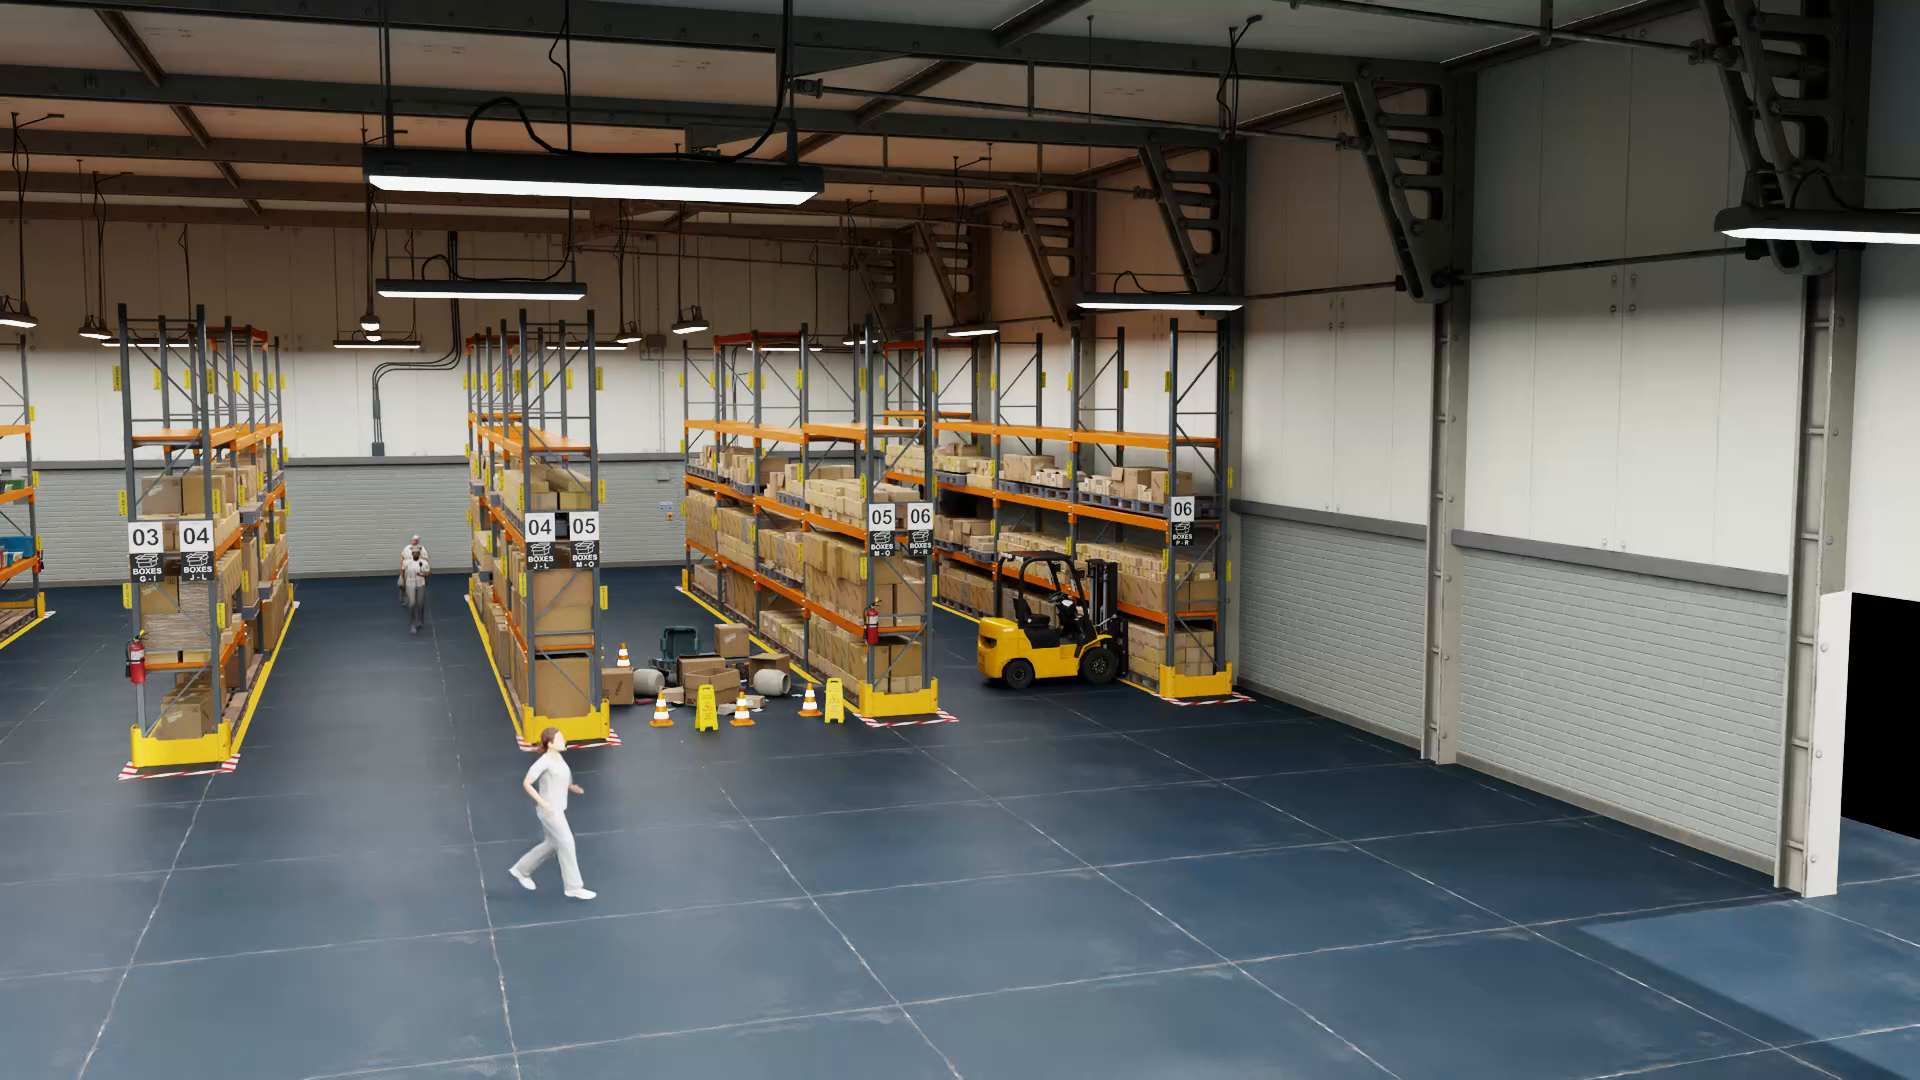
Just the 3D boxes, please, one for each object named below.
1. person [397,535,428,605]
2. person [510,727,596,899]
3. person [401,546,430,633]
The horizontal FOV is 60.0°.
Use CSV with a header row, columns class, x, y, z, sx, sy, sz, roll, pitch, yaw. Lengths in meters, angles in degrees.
class,x,y,z,sx,sy,sz,roll,pitch,yaw
person,-12.280,0.682,37.243,0.698,1.586,0.523,0,5,0
person,-3.966,2.633,16.106,0.877,1.664,0.581,0,5,5
person,-10.973,0.979,33.553,0.549,1.757,0.778,-2,6,-21
